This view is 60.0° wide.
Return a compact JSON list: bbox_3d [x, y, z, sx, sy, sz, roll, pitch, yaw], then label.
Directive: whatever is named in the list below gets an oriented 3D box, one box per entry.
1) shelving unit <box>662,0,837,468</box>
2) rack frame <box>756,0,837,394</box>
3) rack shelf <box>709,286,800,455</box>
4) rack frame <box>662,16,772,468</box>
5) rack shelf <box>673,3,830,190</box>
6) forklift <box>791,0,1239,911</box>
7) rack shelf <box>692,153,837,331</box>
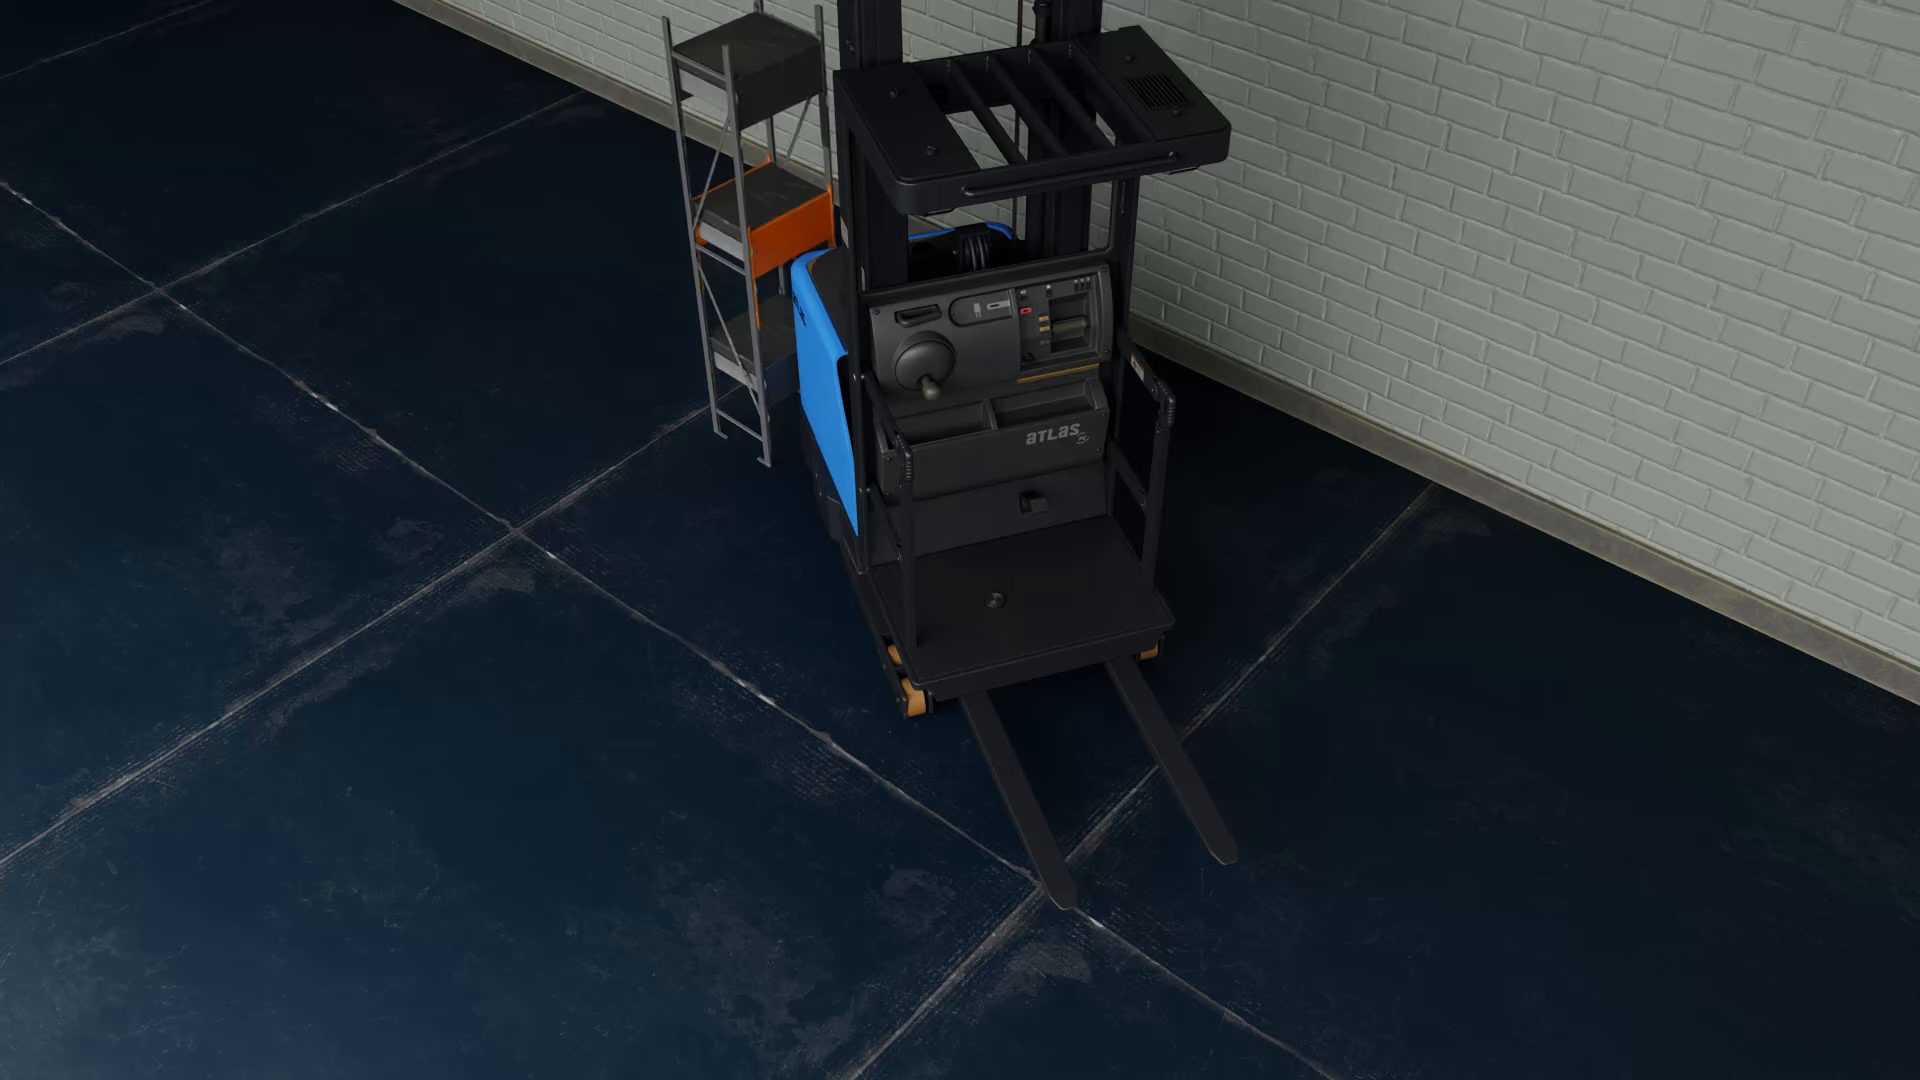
[{"bbox_3d":[-0.866,-1.330,7.334,0.431,2.100,0.503,32,51,30],"label":"shelving unit"},{"bbox_3d":[-0.700,-1.450,7.466,0.400,2.100,0.015,32,51,30],"label":"rack frame"},{"bbox_3d":[-0.866,-0.802,7.814,0.431,0.518,0.480,32,51,30],"label":"rack shelf"},{"bbox_3d":[-1.033,-1.210,7.202,0.400,2.100,0.015,32,51,30],"label":"rack frame"},{"bbox_3d":[-0.866,-1.837,6.872,0.431,0.518,0.480,32,51,30],"label":"rack shelf"},{"bbox_3d":[0.194,-0.687,6.009,1.130,2.935,3.031,-12,44,-13],"label":"forklift"},{"bbox_3d":[-0.866,-1.320,7.343,0.431,0.518,0.480,32,51,30],"label":"rack shelf"}]
